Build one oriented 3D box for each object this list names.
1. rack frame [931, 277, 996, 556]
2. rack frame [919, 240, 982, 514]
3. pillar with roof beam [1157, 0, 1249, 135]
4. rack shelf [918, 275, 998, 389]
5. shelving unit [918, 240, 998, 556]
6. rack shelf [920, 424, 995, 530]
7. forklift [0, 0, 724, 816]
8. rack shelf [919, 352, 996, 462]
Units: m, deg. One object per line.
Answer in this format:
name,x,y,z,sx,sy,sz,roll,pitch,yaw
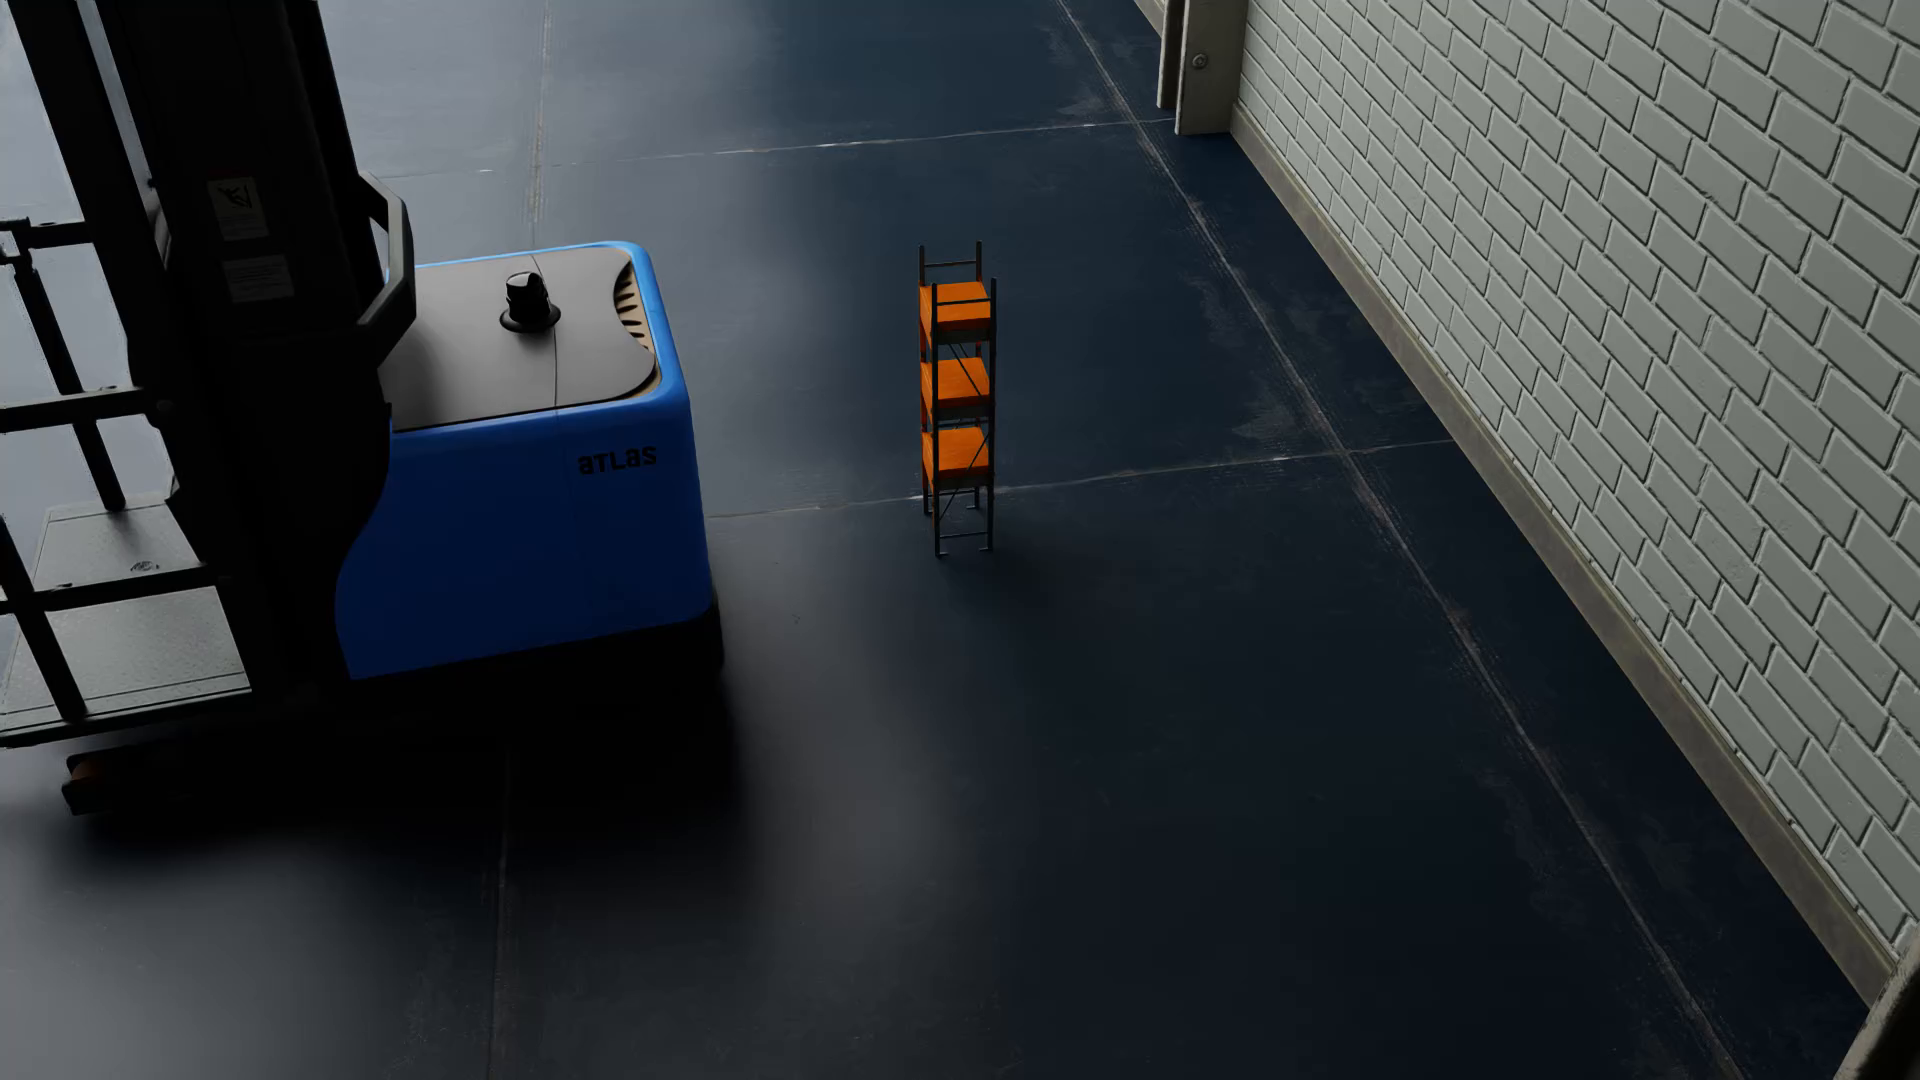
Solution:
rack frame,0.012,-0.373,5.375,0.200,1.050,0.008,-6,38,-8
rack frame,-0.031,-0.521,5.564,0.200,1.050,0.008,-6,38,-8
pillar with roof beam,-3.026,-5.264,5.191,9.100,9.000,0.400,-6,38,-8
rack shelf,-0.009,-0.663,5.302,0.215,0.259,0.240,-6,38,-8
shelving unit,-0.009,-0.447,5.470,0.215,1.050,0.252,-6,38,-8
rack shelf,-0.009,-0.219,5.647,0.215,0.259,0.240,-6,38,-8
forklift,-2.306,-0.737,4.310,3.031,2.935,1.130,-10,39,-12
rack shelf,-0.009,-0.439,5.476,0.215,0.259,0.240,-6,38,-8
